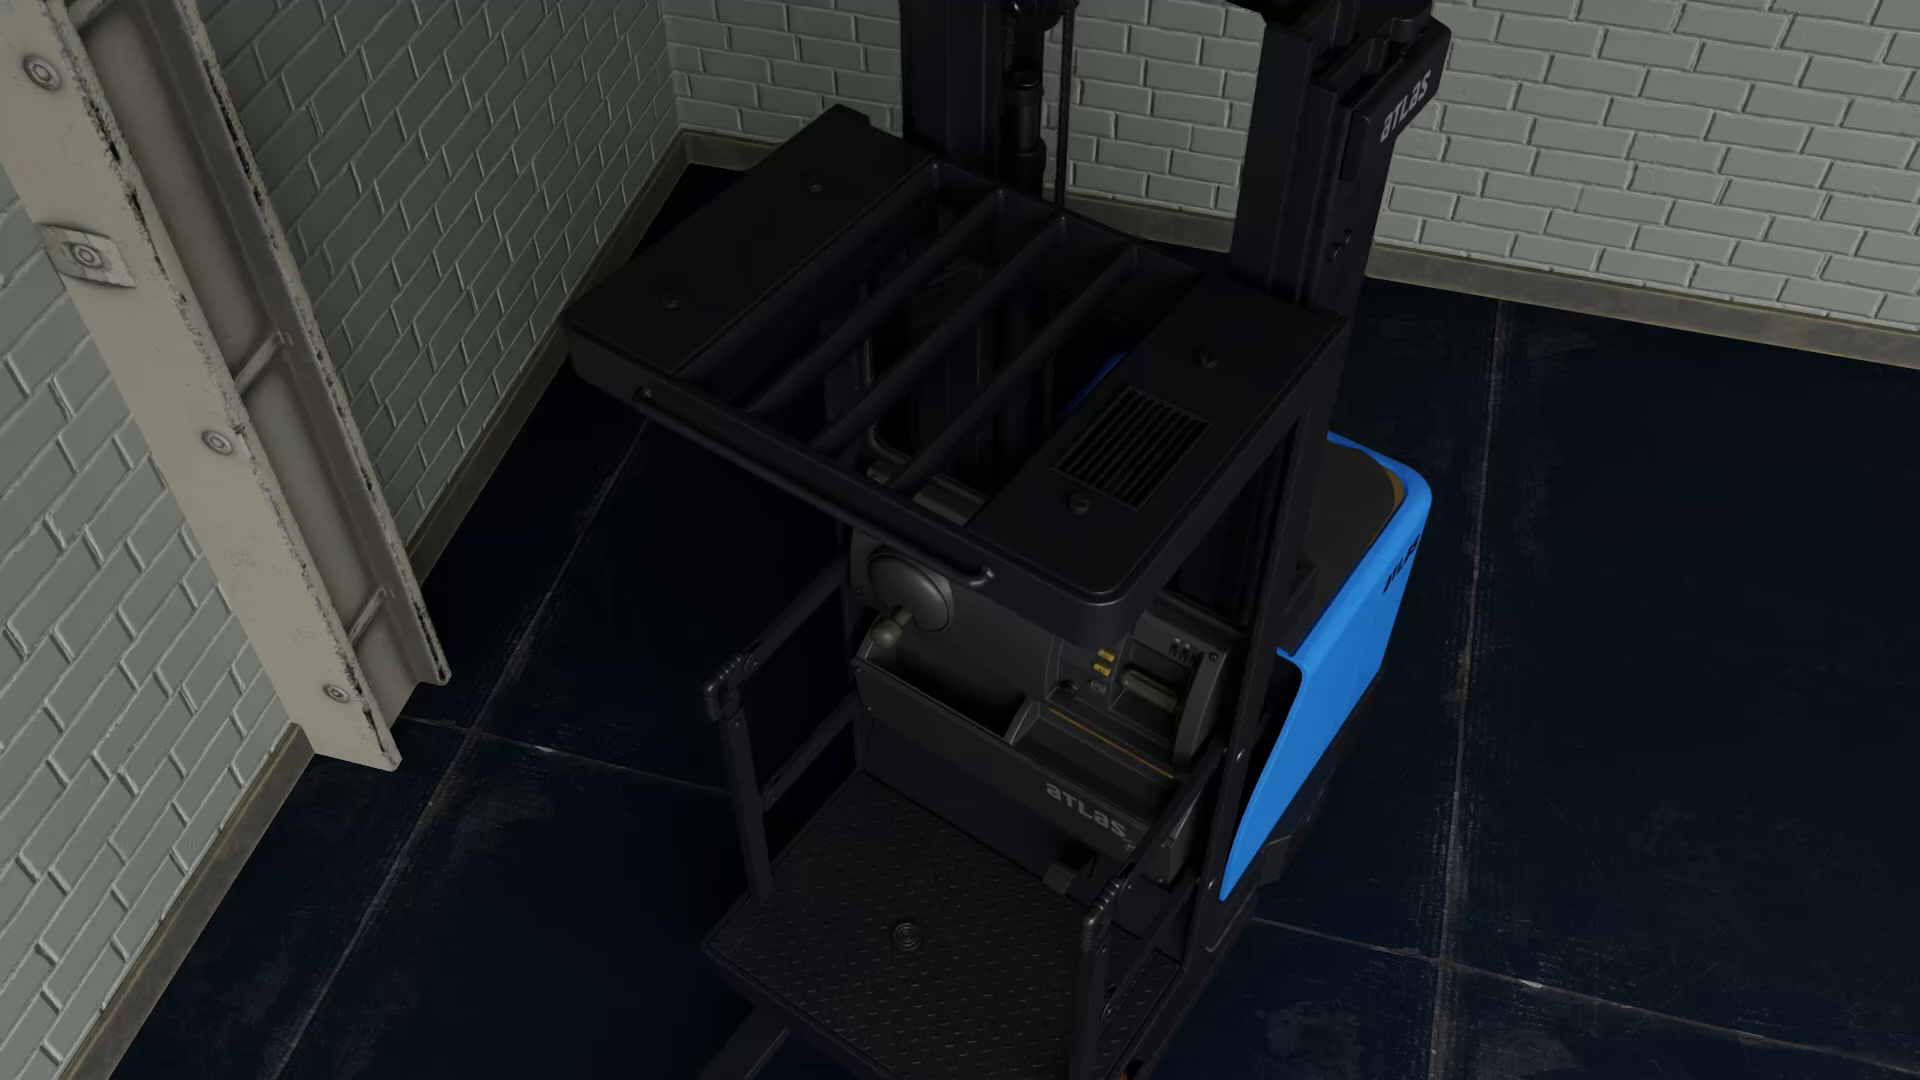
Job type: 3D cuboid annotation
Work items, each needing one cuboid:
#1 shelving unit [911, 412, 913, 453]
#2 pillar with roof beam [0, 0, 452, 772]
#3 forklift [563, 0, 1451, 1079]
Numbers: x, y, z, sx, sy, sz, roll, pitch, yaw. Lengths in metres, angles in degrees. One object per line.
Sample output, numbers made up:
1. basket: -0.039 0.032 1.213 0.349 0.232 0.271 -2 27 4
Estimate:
1. shelving unit: -0.002 -0.292 5.407 0.258 0.900 0.210 12 50 10
2. pillar with roof beam: 2.315 -1.588 1.149 9.100 9.000 0.400 12 50 10
3. forklift: 0.030 0.267 3.559 1.130 2.935 3.031 28 54 22
